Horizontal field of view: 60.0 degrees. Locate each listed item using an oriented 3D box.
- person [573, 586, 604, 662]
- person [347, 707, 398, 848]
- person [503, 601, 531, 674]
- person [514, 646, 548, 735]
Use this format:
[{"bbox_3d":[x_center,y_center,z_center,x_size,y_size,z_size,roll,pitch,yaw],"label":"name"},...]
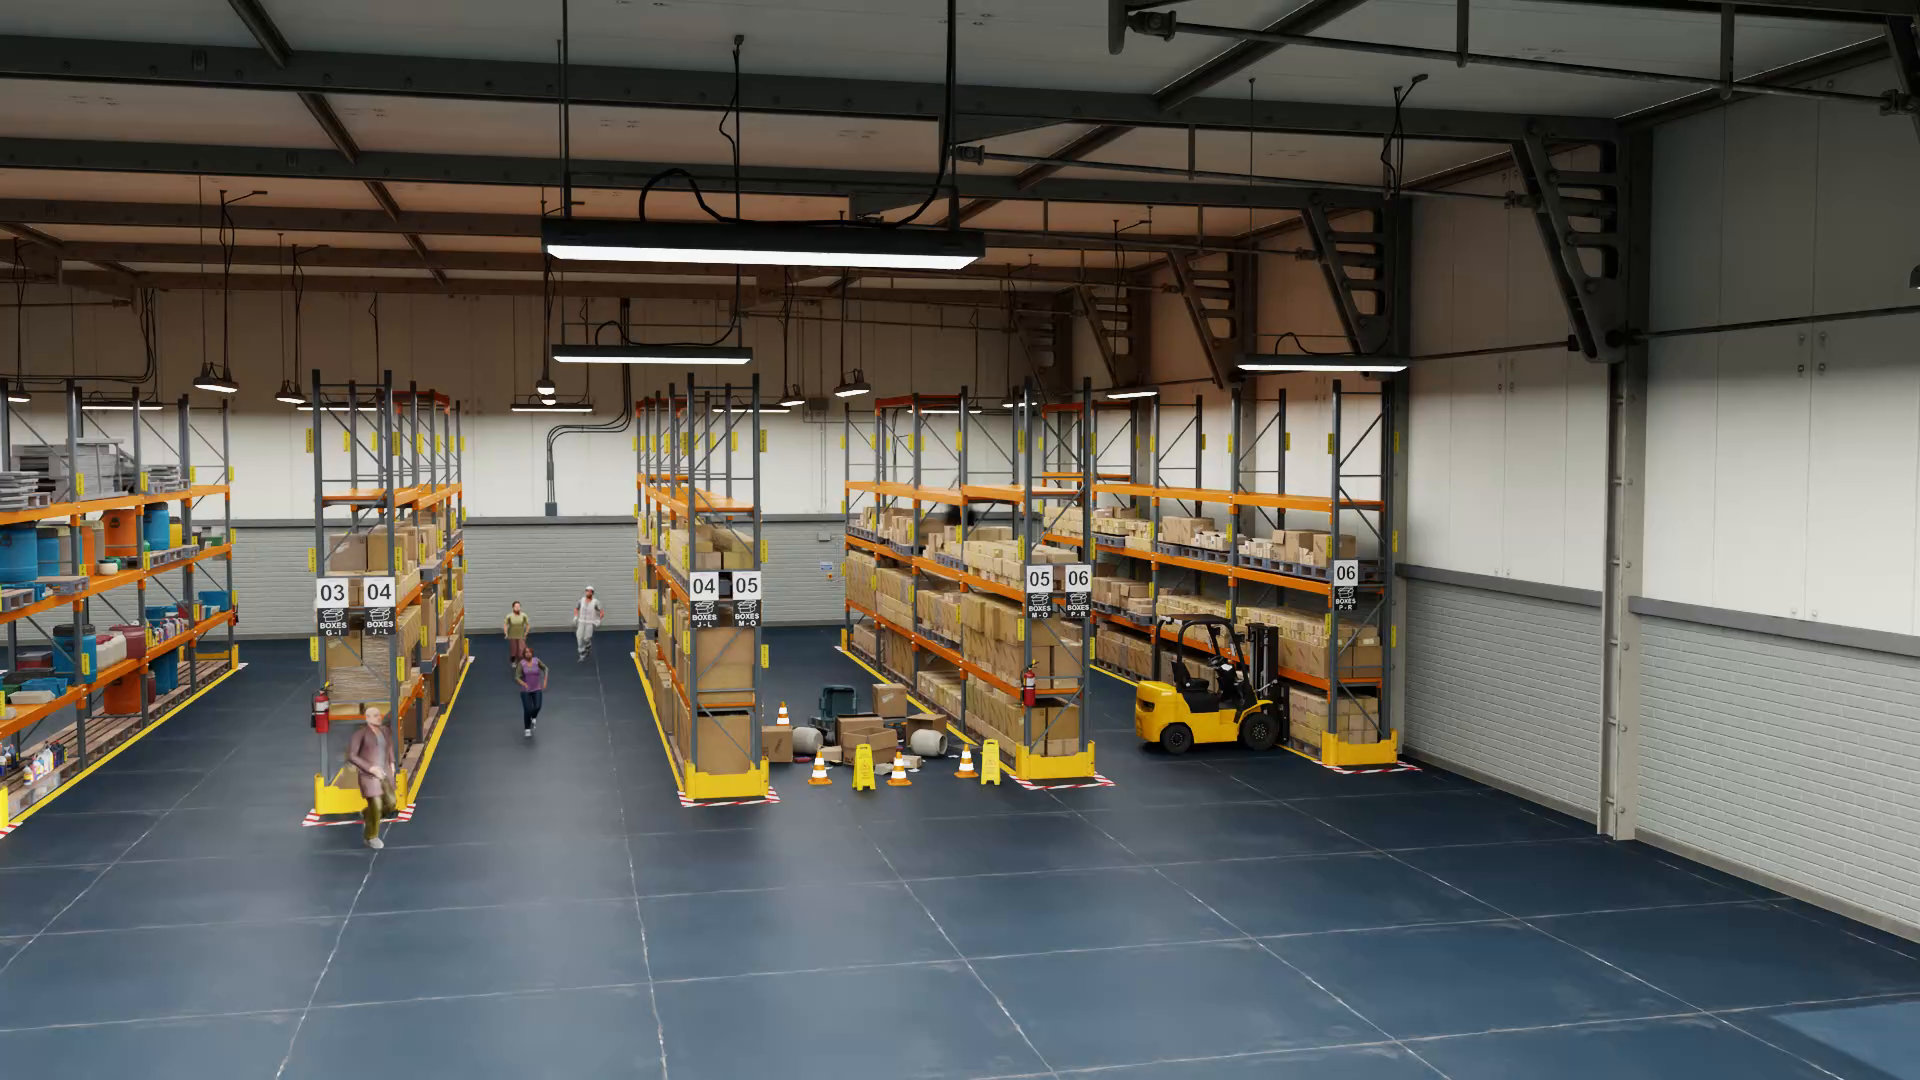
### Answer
[{"bbox_3d":[-8.574,1.936,38.182,0.696,1.741,0.519,0,3,7],"label":"person"},{"bbox_3d":[-7.304,2.970,20.724,0.659,1.695,0.750,2,4,28],"label":"person"},{"bbox_3d":[-9.584,2.124,35.985,0.571,1.618,0.584,-1,3,-18],"label":"person"},{"bbox_3d":[-7.320,2.631,28.426,0.568,1.468,0.644,-1,3,-18],"label":"person"}]
